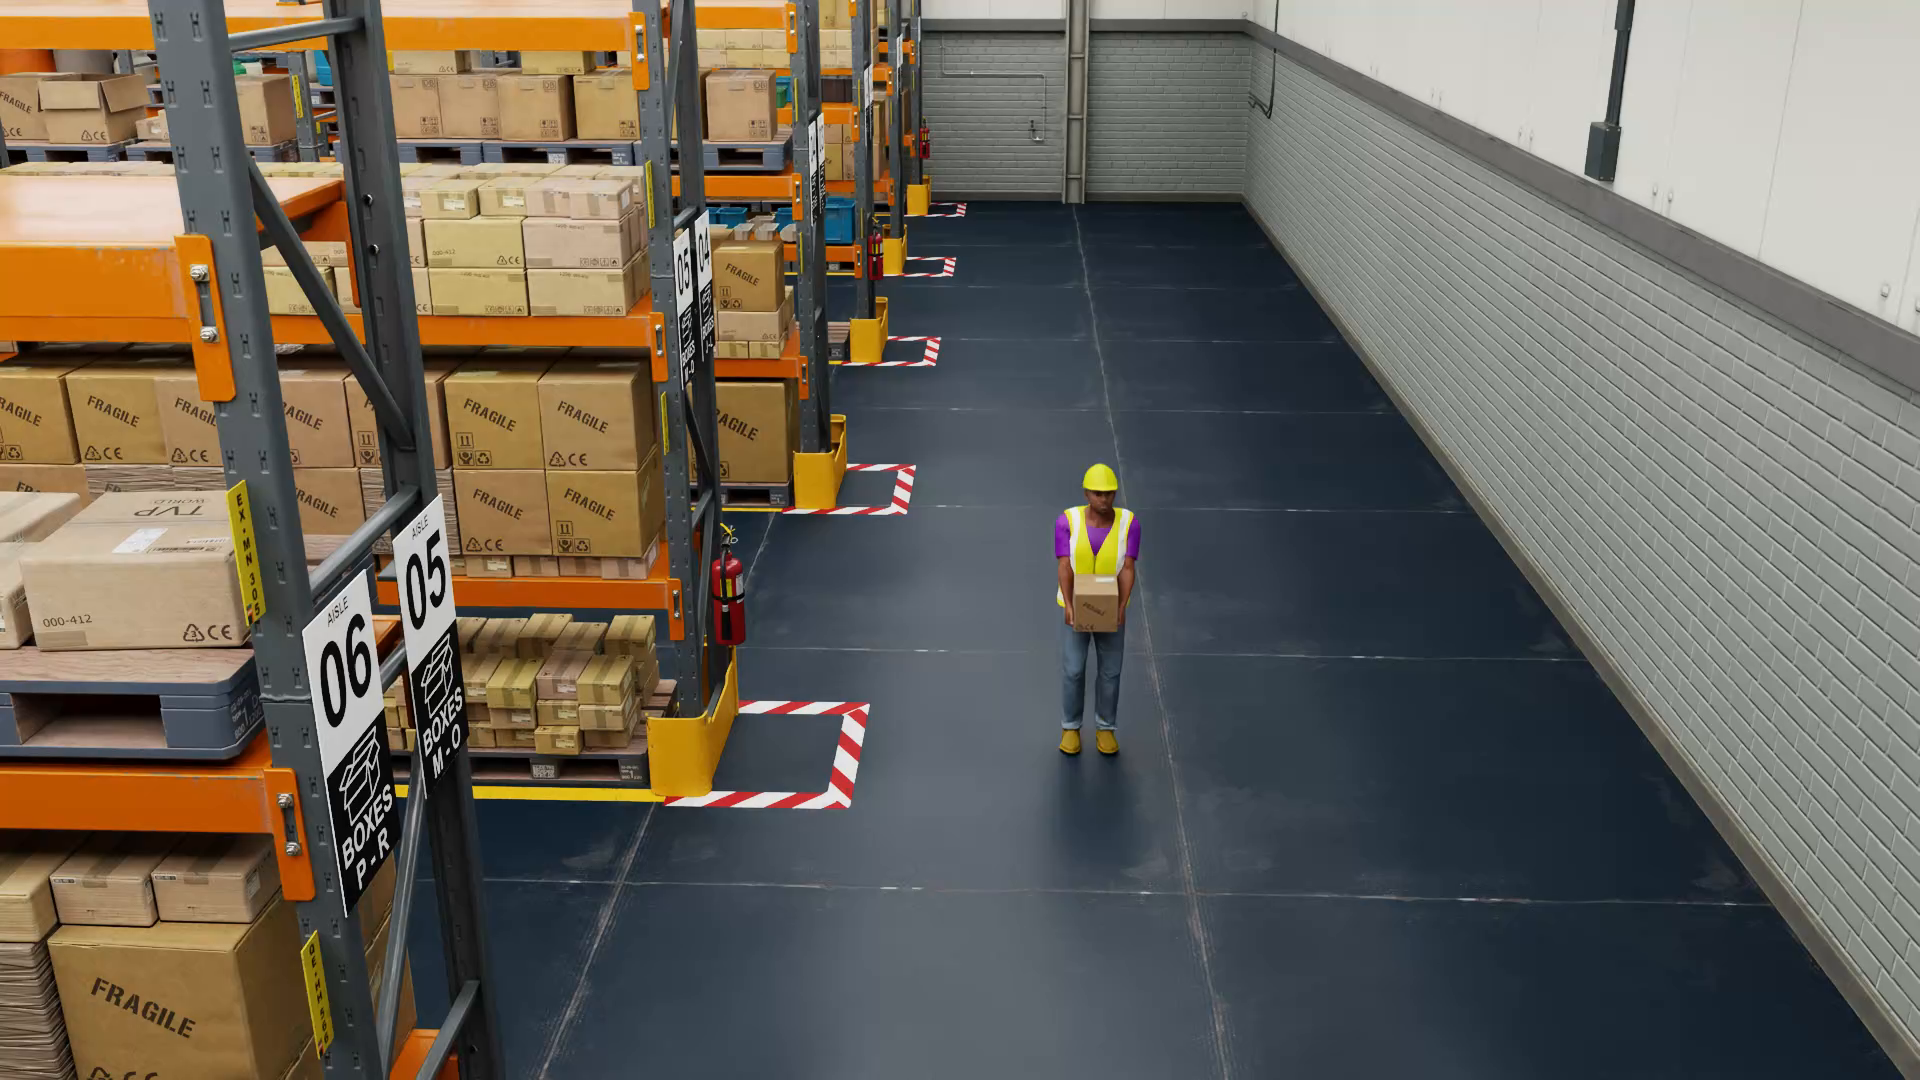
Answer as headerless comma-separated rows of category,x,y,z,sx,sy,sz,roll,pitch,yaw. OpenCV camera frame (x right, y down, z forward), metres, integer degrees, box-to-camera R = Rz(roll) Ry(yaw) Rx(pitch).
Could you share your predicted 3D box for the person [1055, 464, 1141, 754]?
person,0.810,0.437,9.889,0.504,1.762,0.566,1,21,2
